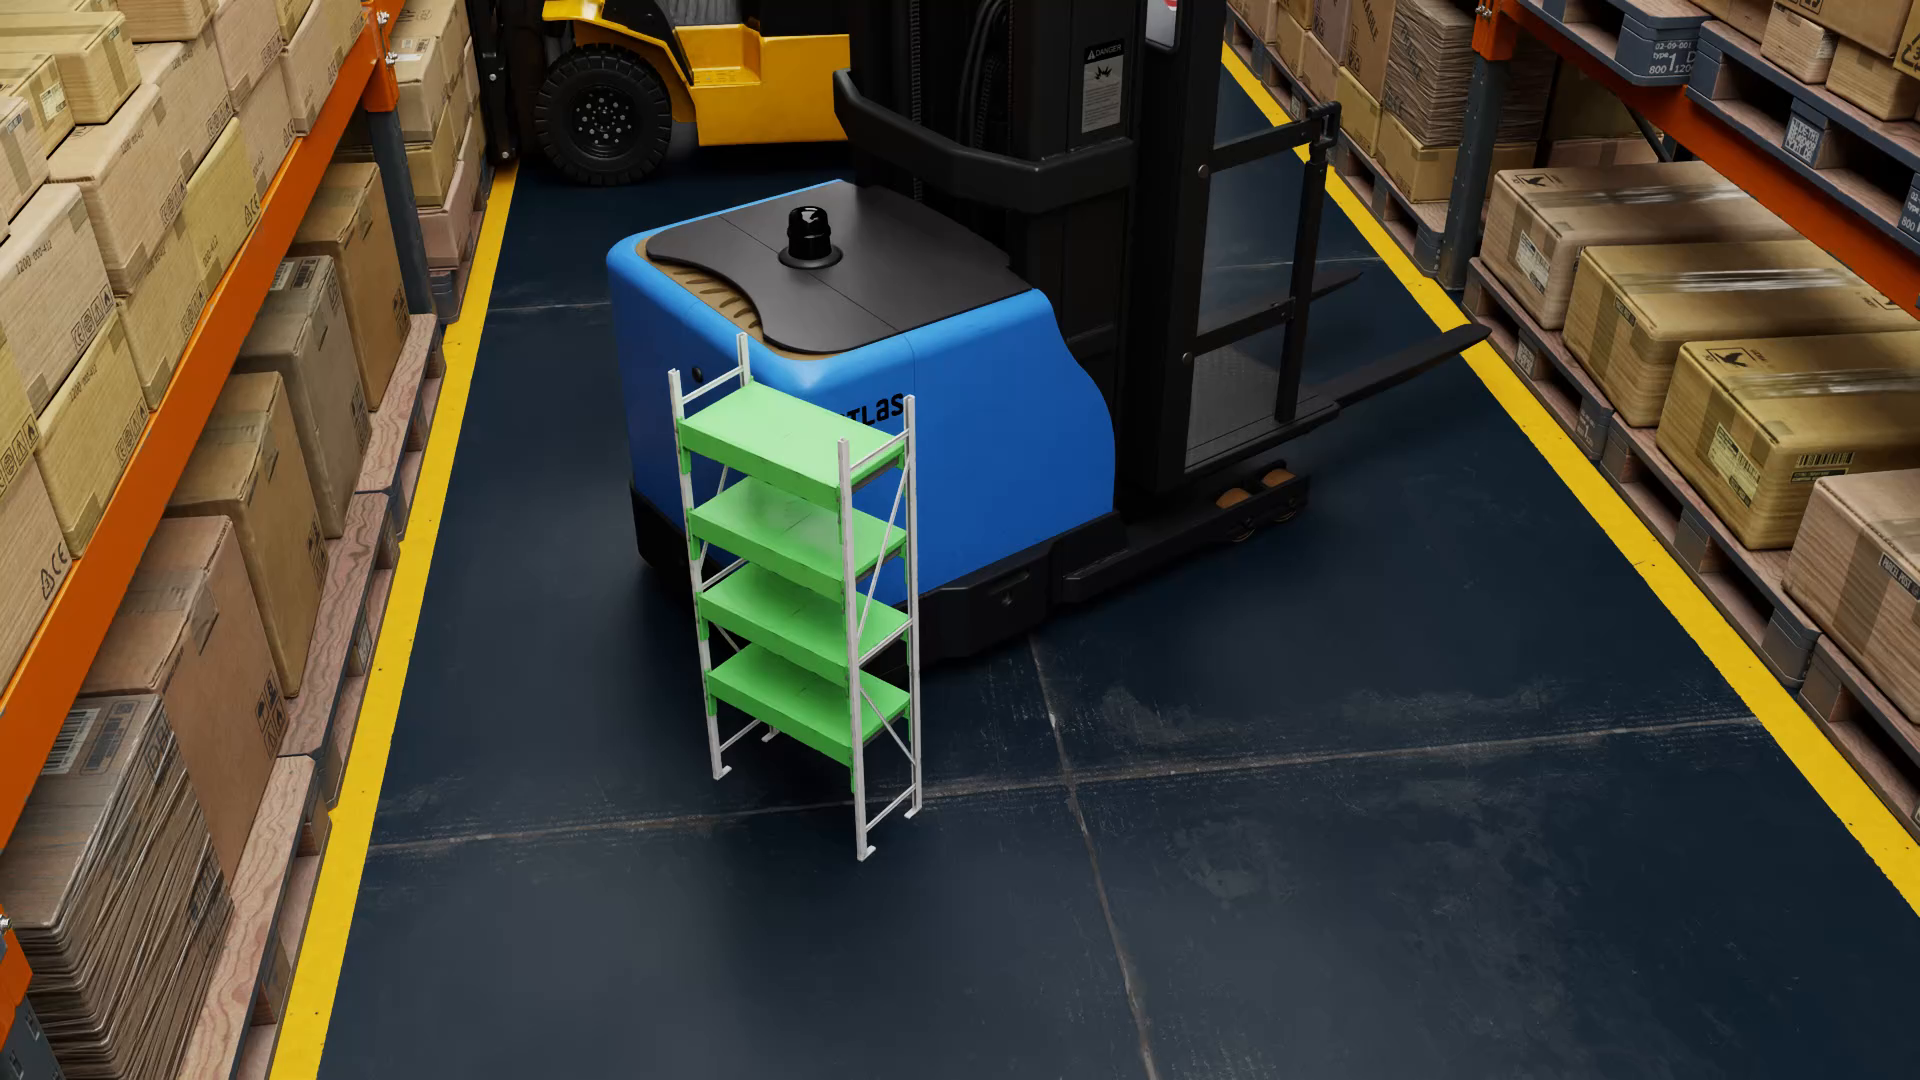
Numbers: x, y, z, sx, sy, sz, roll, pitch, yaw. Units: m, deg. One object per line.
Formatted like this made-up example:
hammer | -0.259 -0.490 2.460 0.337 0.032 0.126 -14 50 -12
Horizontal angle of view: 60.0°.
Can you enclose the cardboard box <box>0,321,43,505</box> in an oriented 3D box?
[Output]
cardboard box | -1.722 -0.112 2.439 0.500 0.250 0.500 -4 35 -6

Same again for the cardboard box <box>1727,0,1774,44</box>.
cardboard box | 2.375 -1.469 4.593 0.380 0.149 0.250 -4 34 -6

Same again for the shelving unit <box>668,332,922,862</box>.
shelving unit | -0.370 0.157 3.954 0.503 1.200 0.258 23 40 30

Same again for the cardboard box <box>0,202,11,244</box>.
cardboard box | -1.778 -0.499 2.654 0.380 0.149 0.250 -3 34 -5

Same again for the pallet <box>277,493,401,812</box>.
pallet | -2.162 0.312 4.605 1.003 0.211 1.213 -4 35 -6

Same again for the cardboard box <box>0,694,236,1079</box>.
cardboard box | -2.000 0.760 3.207 0.875 0.625 0.625 -3 34 -5

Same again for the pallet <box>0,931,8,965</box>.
pallet | -1.769 0.753 1.651 1.213 0.211 1.003 -4 35 -6

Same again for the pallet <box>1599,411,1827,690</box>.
pallet | 2.724 -0.040 5.121 1.003 0.211 1.213 -4 35 -6

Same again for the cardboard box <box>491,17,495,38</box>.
cardboard box | -2.420 -2.312 7.605 0.500 0.250 0.500 -4 35 -7

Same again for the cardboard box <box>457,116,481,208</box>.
cardboard box | -2.288 -1.546 6.923 0.500 0.250 0.500 -5 35 -7

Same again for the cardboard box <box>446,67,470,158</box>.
cardboard box | -2.296 -1.749 6.778 0.500 0.250 0.500 -5 35 -7

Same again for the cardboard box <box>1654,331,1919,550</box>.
cardboard box | 2.719 -0.315 5.010 0.950 0.372 0.625 -3 34 -5

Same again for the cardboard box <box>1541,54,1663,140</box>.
cardboard box | 2.639 -2.006 6.933 0.500 0.500 0.500 -3 34 -4

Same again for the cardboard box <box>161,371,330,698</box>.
cardboard box | -2.186 0.020 4.293 0.875 0.625 0.625 -6 35 -8

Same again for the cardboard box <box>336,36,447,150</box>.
cardboard box | -2.222 -1.675 6.225 0.500 0.250 0.500 -5 35 -7

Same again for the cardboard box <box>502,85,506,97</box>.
cardboard box | -2.421 -2.116 7.760 0.500 0.250 0.500 -3 34 -5

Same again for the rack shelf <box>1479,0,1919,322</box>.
rack shelf | 2.719 -0.896 4.540 1.077 0.370 4.000 -4 35 -6

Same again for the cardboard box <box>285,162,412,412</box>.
cardboard box | -2.386 -0.833 5.545 0.875 0.625 0.625 -3 34 -4

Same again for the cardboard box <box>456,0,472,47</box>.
cardboard box | -2.359 -2.238 7.051 0.500 0.250 0.500 -3 34 -5

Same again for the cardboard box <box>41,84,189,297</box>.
cardboard box | -1.866 -0.683 3.277 0.500 0.250 0.500 -5 35 -8

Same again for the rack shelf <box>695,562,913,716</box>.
rack shelf | -0.370 0.210 3.990 0.480 0.148 0.258 23 40 30

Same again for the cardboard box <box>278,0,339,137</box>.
cardboard box | -2.067 -1.328 4.668 0.500 0.250 0.500 -5 35 -7

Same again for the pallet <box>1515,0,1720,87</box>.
pallet | 2.409 -1.792 5.387 1.003 0.211 1.213 -4 35 -6

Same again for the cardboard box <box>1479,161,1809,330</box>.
cardboard box | 2.524 -1.104 6.167 0.950 0.372 0.625 -4 34 -6

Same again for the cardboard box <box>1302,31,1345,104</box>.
cardboard box | 1.959 -2.236 7.937 0.500 0.250 0.500 -4 34 -6

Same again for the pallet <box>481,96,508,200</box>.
pallet | -2.700 -1.908 7.862 1.003 0.211 1.213 -4 35 -6

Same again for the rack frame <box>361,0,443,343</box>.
rack frame | -2.468 -1.931 5.420 1.000 3.000 0.127 -4 35 -6

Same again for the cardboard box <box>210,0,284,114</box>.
cardboard box | -2.009 -1.249 4.108 0.500 0.250 0.500 -4 34 -5

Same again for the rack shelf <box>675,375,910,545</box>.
rack shelf | -0.370 -0.187 3.720 0.480 0.148 0.258 23 40 30

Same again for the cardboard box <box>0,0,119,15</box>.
cardboard box | -1.995 -1.066 3.485 0.380 0.149 0.250 -4 35 -6

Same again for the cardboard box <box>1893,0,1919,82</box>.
cardboard box | 2.502 -1.217 3.646 0.500 0.500 0.500 -7 35 -10

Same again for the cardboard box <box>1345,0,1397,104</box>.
cardboard box | 2.035 -2.250 7.291 0.500 0.500 0.500 -4 34 -6

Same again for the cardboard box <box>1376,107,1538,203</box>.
cardboard box | 2.105 -1.656 7.085 0.500 0.250 0.500 -3 34 -4

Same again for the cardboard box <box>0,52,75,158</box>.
cardboard box | -1.889 -0.782 3.069 0.380 0.149 0.250 -4 34 -6

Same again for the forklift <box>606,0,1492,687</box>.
forklift | 0.499 -1.421 4.733 3.031 2.935 1.130 -23 40 -30

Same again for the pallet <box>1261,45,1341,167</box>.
pallet | 2.158 -2.211 8.307 1.003 0.211 1.213 -4 35 -6

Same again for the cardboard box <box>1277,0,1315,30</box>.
cardboard box | 1.885 -2.832 8.145 0.500 0.500 0.500 -4 34 -5

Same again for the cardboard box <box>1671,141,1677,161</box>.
cardboard box | 3.655 -1.978 7.707 0.500 0.500 0.500 20 39 26

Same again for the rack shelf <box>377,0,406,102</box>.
rack shelf | -2.737 -2.750 7.260 1.077 0.370 4.000 -4 35 -6

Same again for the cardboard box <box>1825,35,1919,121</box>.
cardboard box | 2.424 -1.170 4.154 0.380 0.149 0.250 -5 35 -8

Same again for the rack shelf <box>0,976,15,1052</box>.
rack shelf | -1.661 1.714 0.710 1.077 0.370 4.000 -4 35 -6

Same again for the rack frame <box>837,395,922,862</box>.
rack frame | -0.175 0.239 3.833 0.015 1.200 0.240 23 40 30

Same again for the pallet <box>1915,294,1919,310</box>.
pallet | 2.787 -0.387 3.325 1.213 0.211 1.003 -4 35 -6

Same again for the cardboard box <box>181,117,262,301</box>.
cardboard box | -1.954 -0.761 3.836 0.500 0.250 0.500 -3 34 -5

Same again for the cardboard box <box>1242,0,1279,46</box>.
cardboard box | 1.808 -2.822 8.796 0.500 0.250 0.500 -3 34 -5

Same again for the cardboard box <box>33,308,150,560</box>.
cardboard box | -1.810 -0.184 2.990 0.500 0.250 0.500 -5 35 -7
